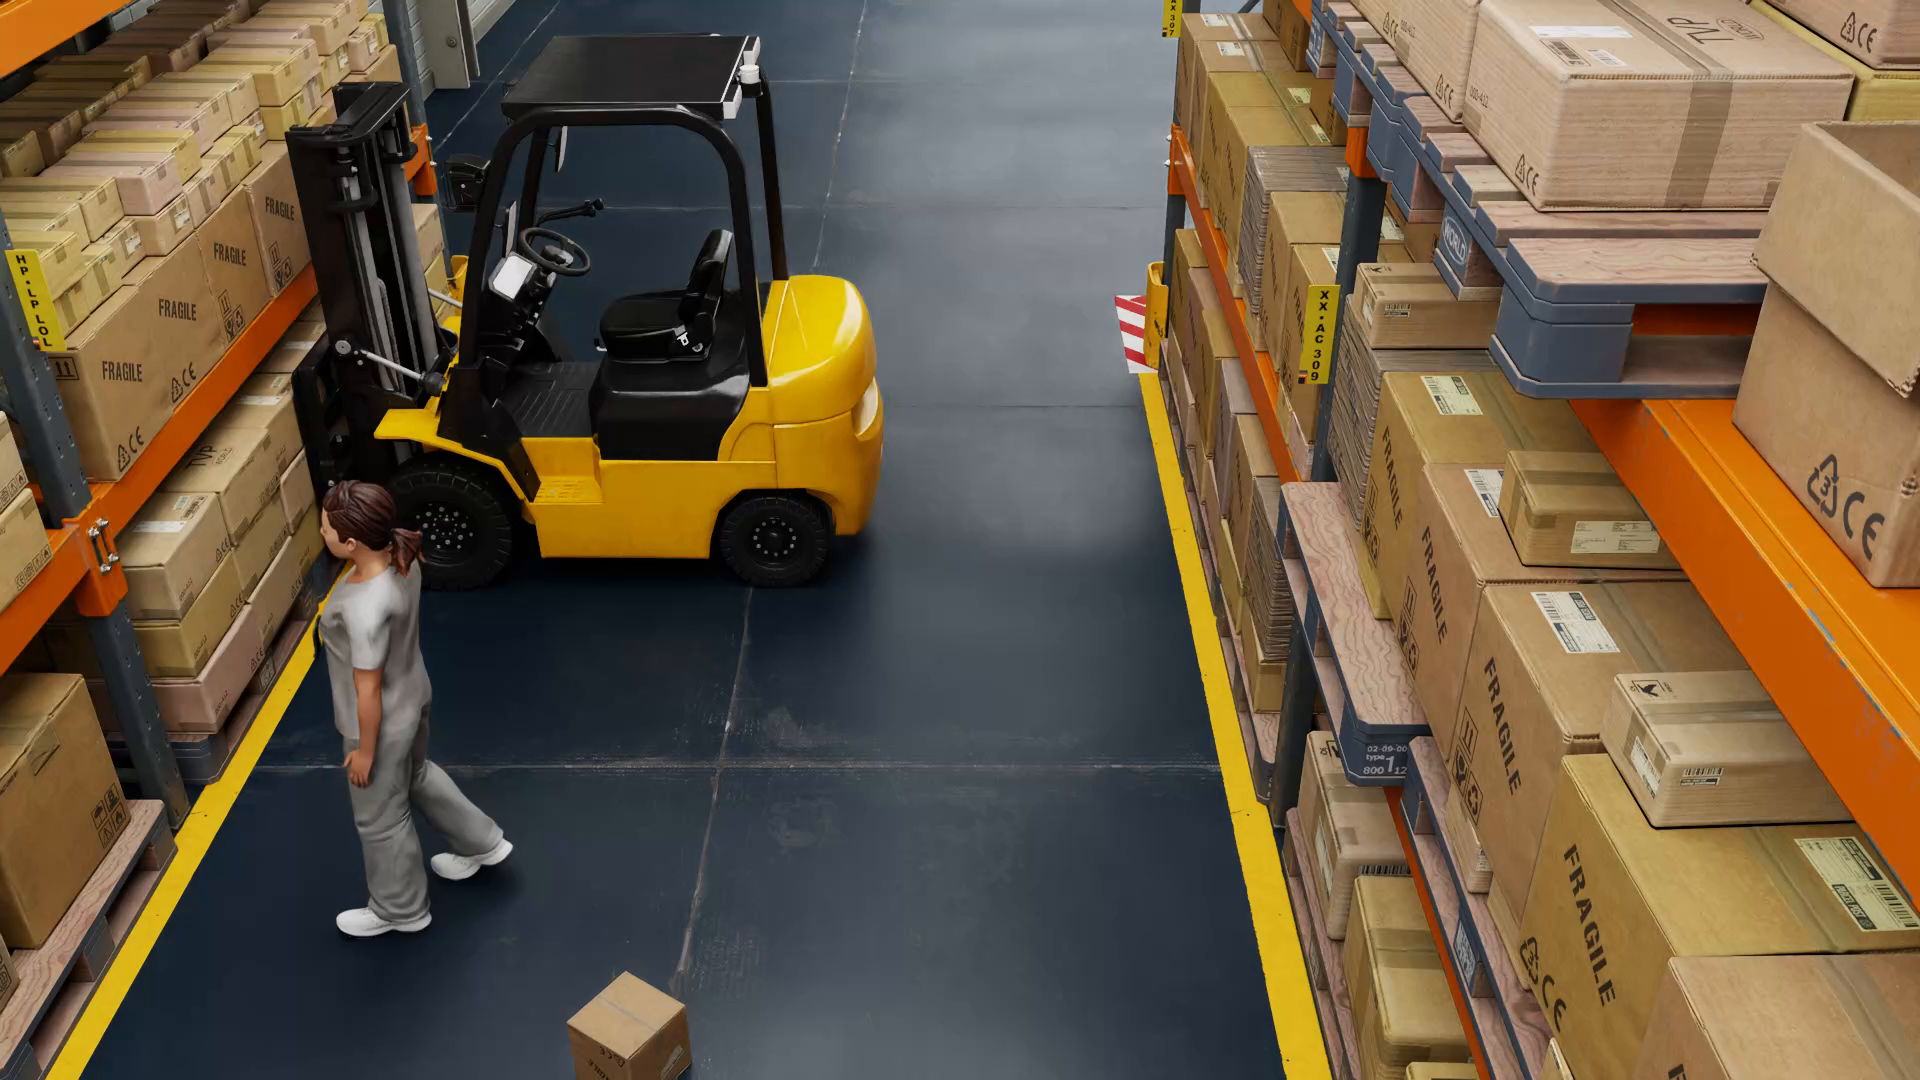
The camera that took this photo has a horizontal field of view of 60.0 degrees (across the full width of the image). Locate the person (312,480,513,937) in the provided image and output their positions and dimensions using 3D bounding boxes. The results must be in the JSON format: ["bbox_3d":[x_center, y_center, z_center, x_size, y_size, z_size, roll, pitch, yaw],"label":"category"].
[{"bbox_3d":[-1.822,0.543,5.248,0.536,1.670,0.484,0,32,1],"label":"person"}]
